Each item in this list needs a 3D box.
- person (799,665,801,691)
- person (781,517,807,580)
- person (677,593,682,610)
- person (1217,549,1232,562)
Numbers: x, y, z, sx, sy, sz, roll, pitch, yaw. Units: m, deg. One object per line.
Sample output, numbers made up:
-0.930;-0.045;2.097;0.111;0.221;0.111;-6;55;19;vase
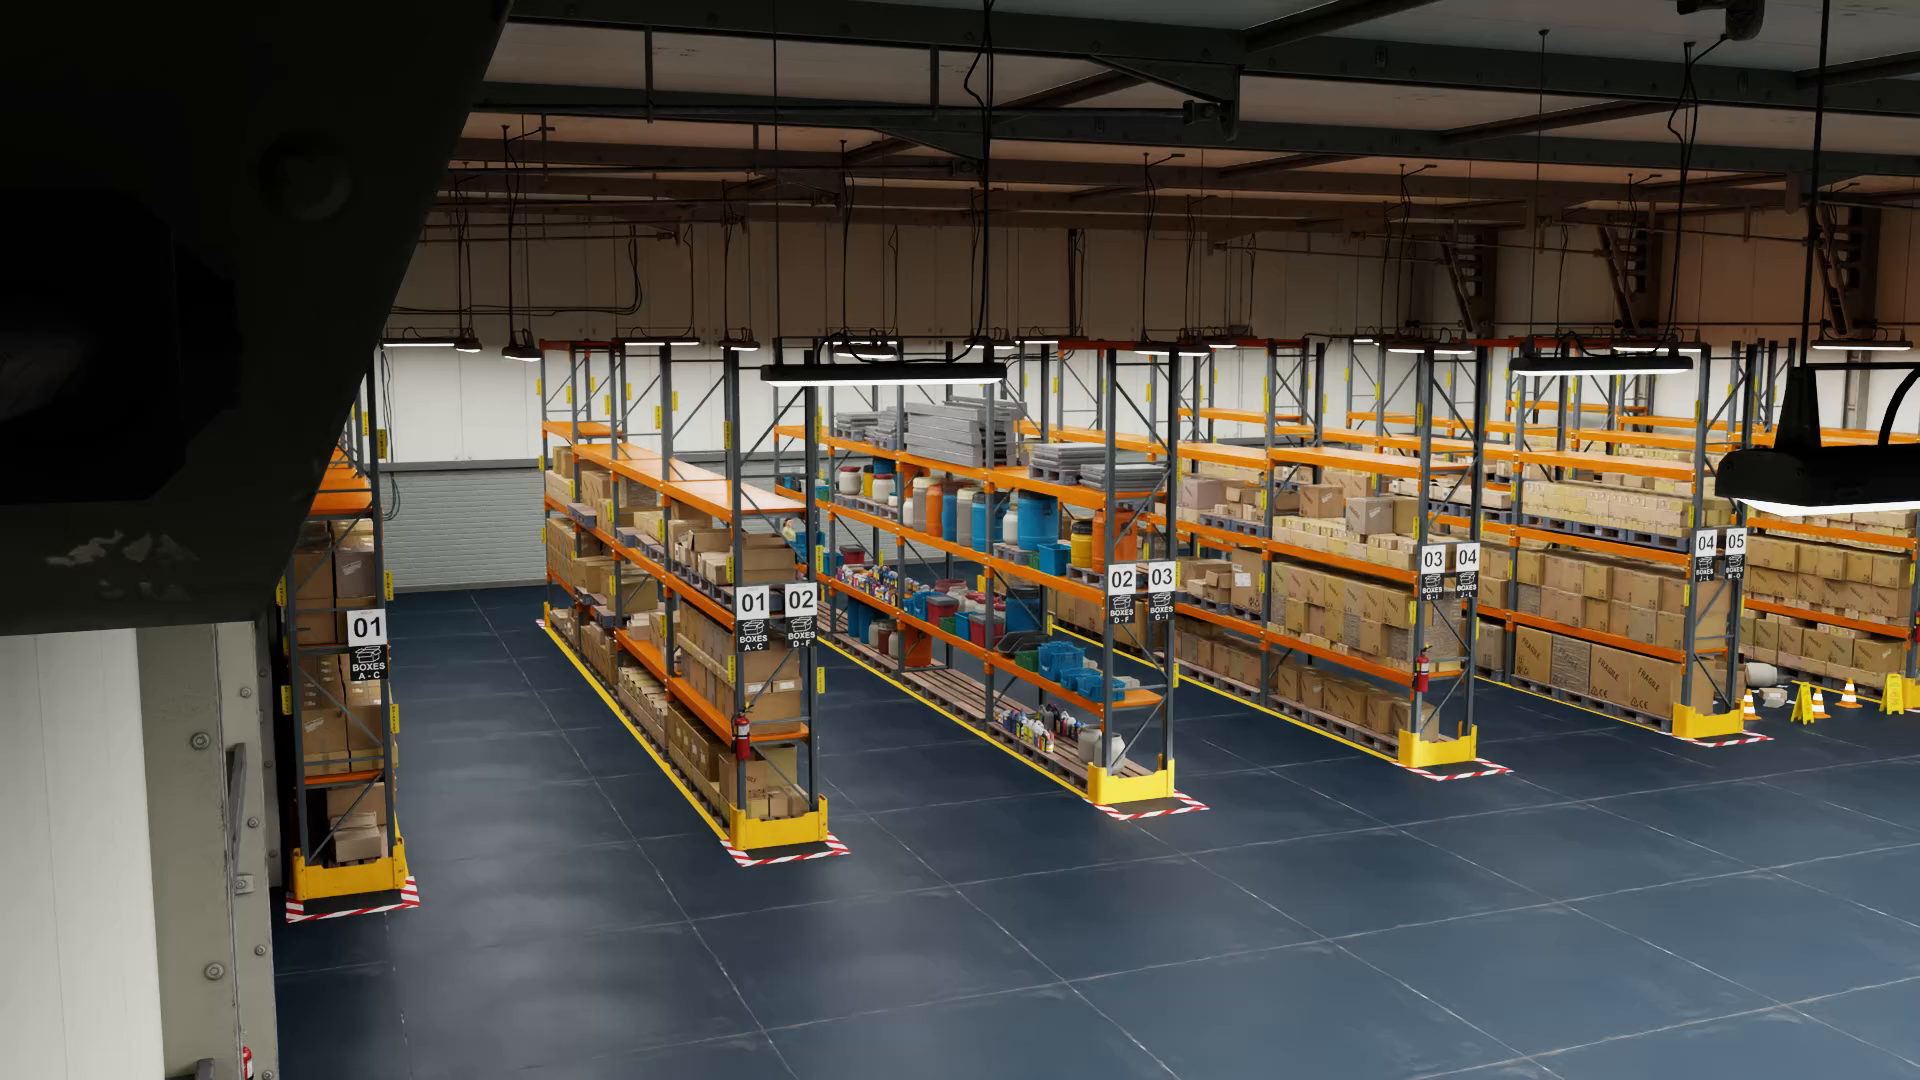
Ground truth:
-2.695;2.216;25.480;0.540;1.664;0.508;-5;9;-36;person
-4.173;0.275;40.746;0.961;1.530;0.445;1;7;5;person
-5.929;0.910;35.392;0.355;1.701;0.527;-7;10;-42;person
6.930;-0.136;43.544;0.540;1.585;0.435;-3;8;-23;person
